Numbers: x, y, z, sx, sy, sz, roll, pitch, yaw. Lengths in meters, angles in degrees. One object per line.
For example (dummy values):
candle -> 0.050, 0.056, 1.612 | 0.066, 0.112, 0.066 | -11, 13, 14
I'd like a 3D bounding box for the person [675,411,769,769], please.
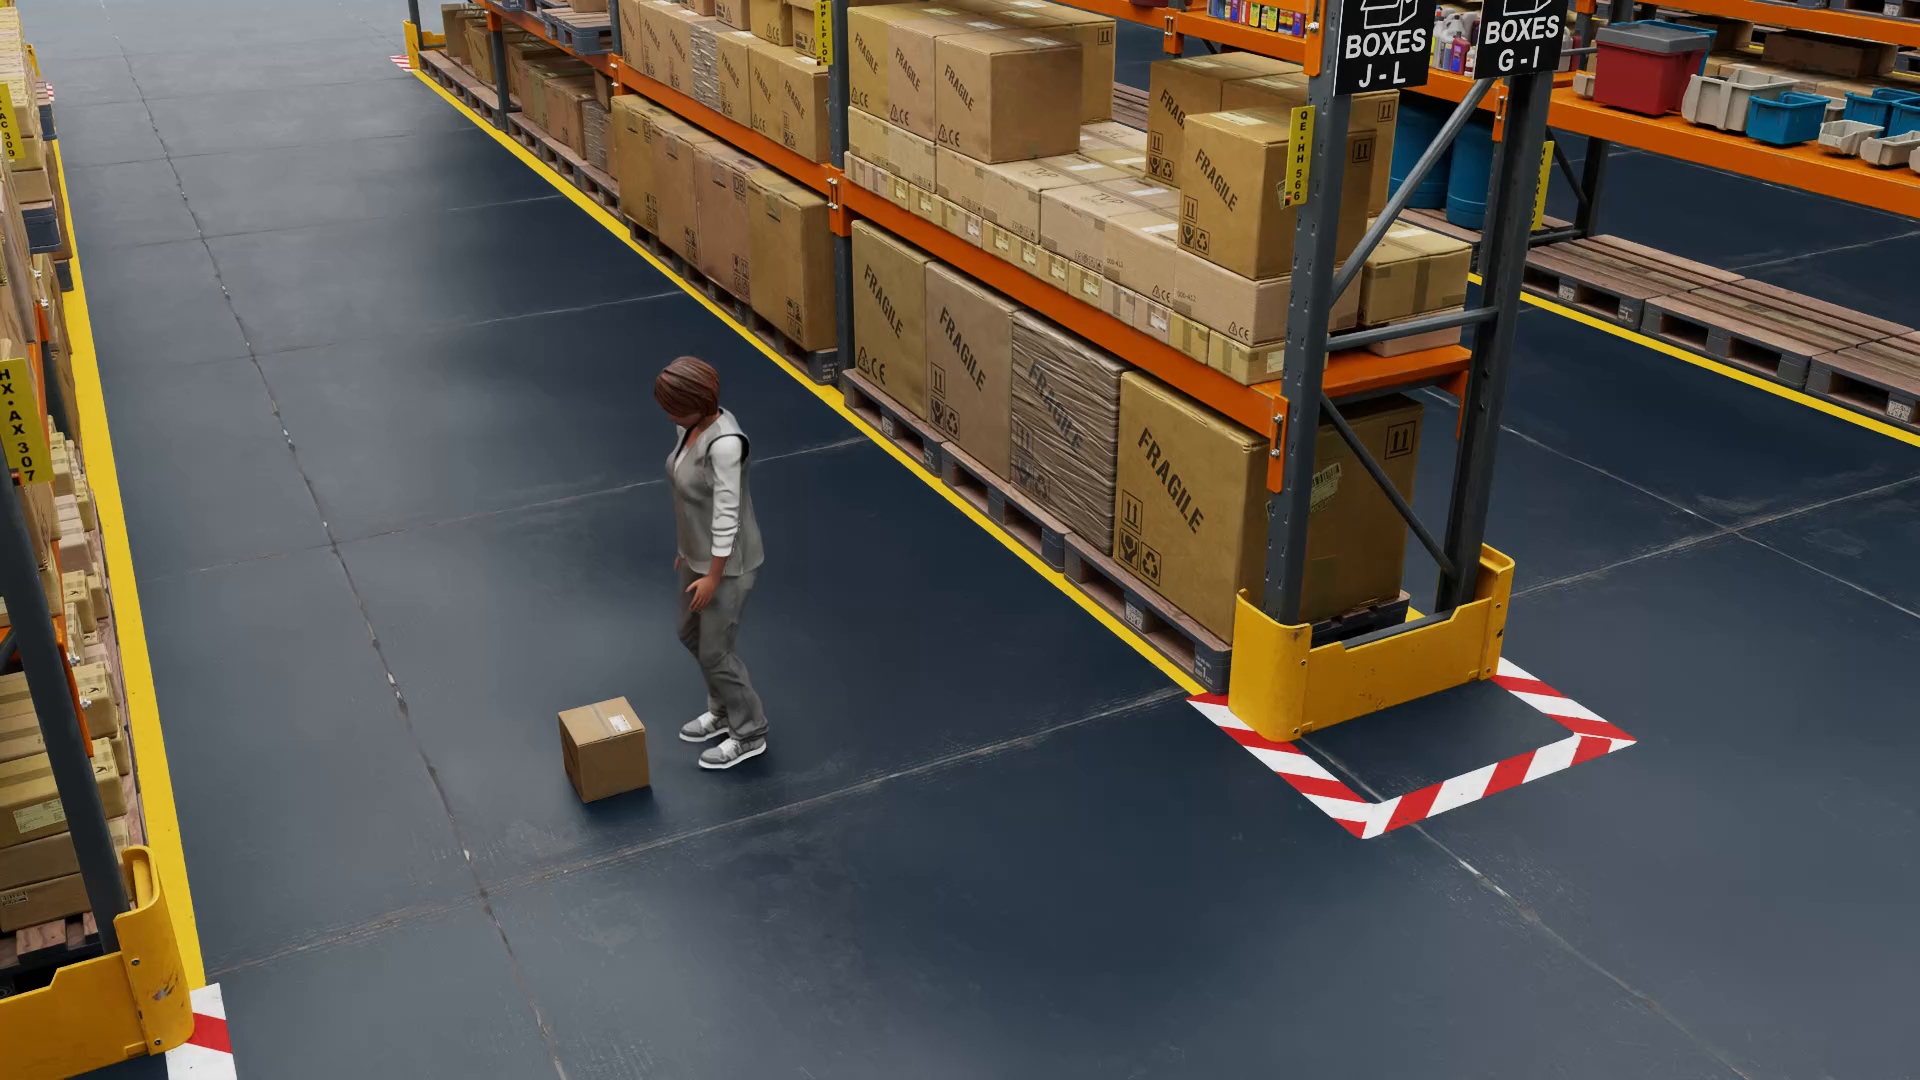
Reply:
person -> -0.871, 0.190, 6.026 | 0.315, 1.350, 0.420 | -12, 29, -24
